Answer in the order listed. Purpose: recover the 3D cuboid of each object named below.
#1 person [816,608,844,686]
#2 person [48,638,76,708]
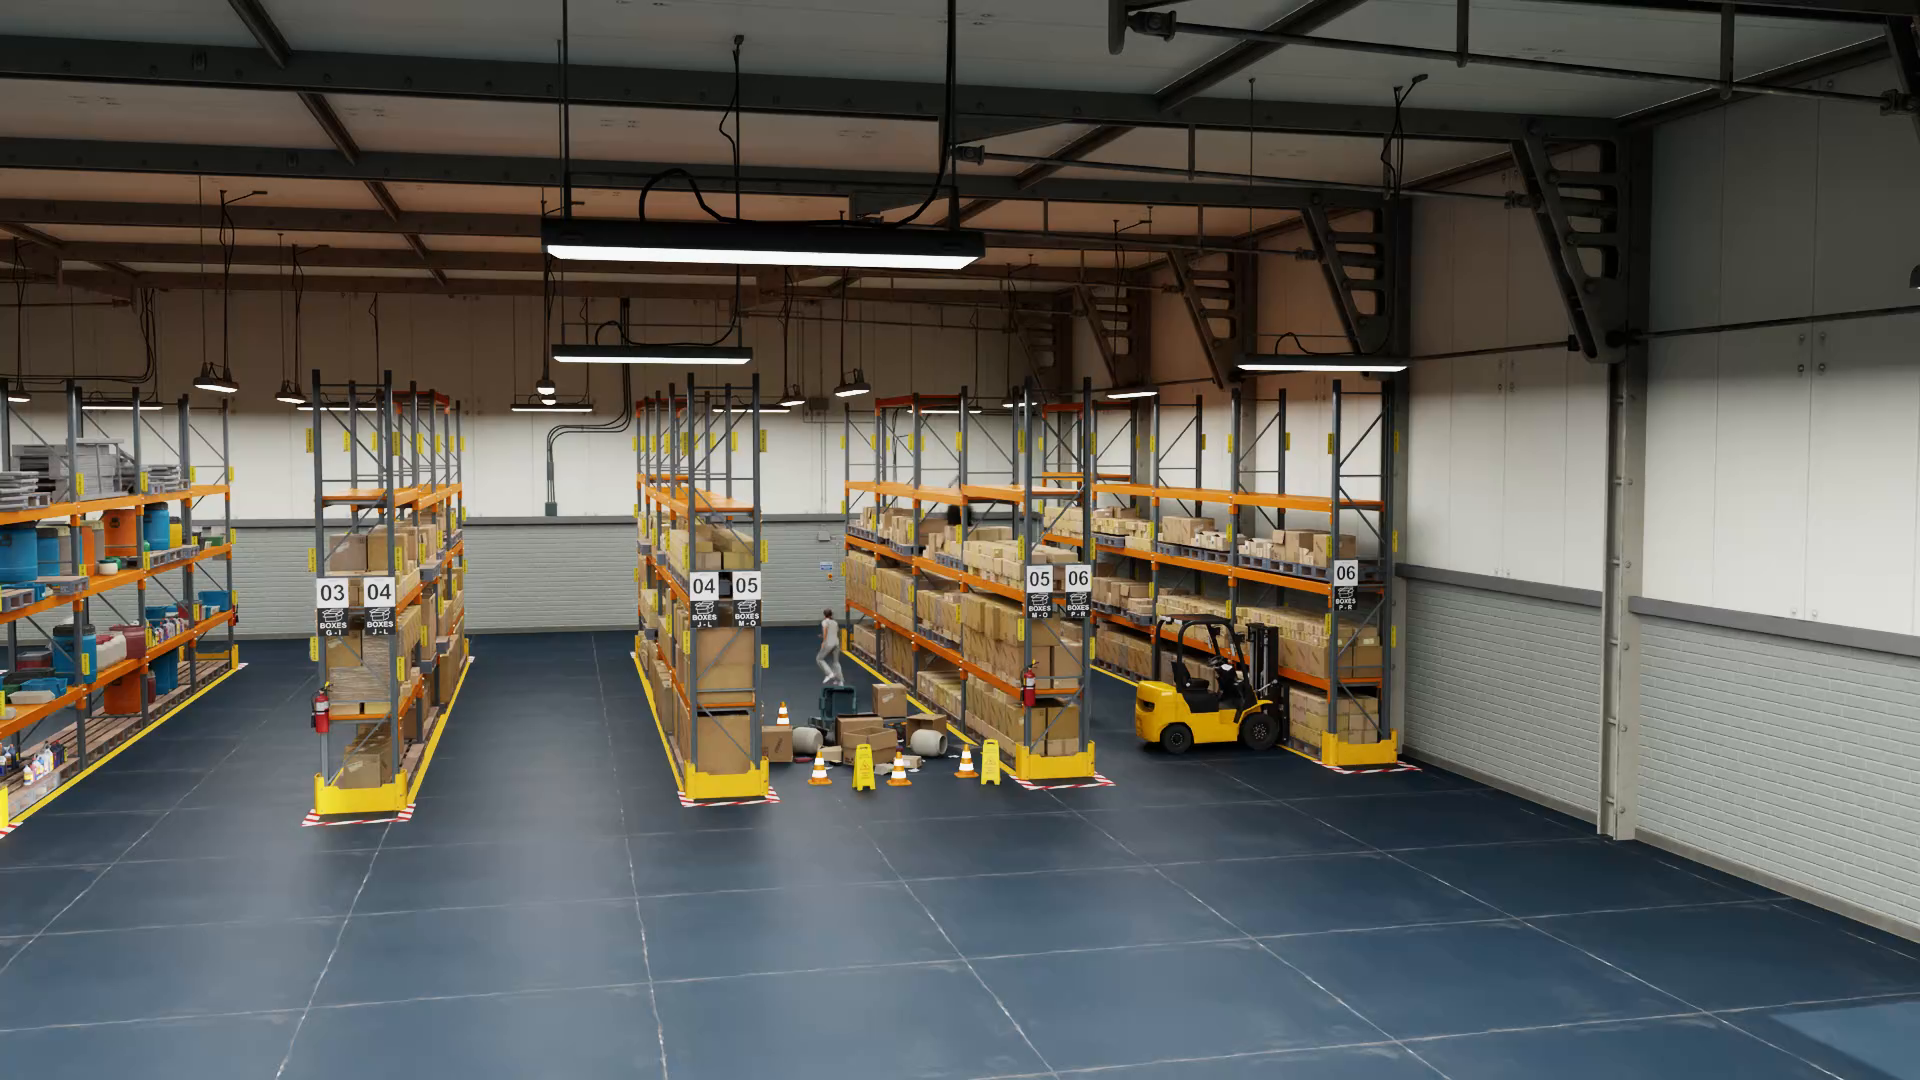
[{"bbox_3d":[-2.716,2.213,34.614,0.566,1.561,0.857,-3,4,-40],"label":"person"},{"bbox_3d":[-16.888,2.377,31.537,0.714,1.619,0.919,-2,4,-33],"label":"person"}]
